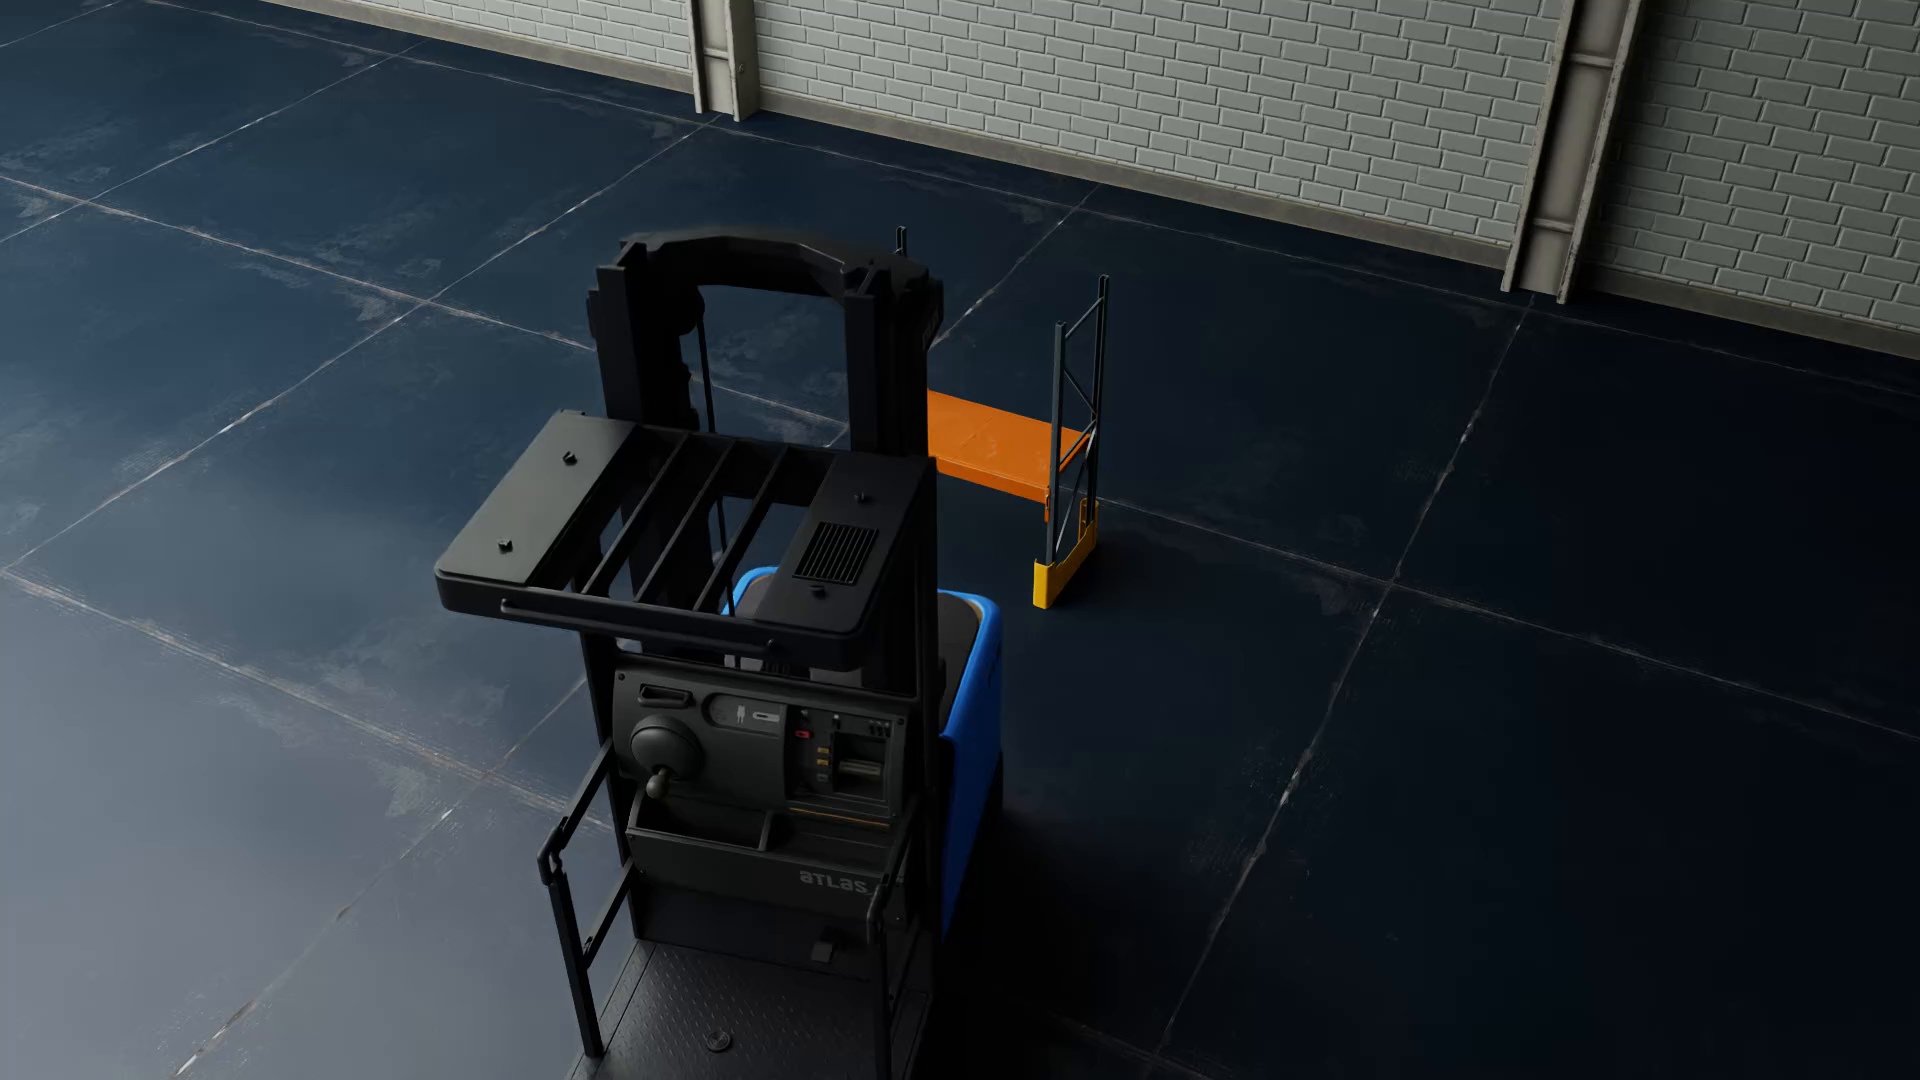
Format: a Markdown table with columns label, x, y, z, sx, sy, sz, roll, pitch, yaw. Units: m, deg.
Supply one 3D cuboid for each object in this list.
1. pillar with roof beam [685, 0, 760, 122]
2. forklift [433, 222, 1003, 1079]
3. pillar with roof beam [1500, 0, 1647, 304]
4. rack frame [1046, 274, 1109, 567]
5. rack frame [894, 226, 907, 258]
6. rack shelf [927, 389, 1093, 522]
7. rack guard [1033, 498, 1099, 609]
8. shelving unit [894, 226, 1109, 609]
| label | x | y | z | sx | sy | sz | roll | pitch | yaw |
| --- | --- | --- | --- | --- | --- | --- | --- | --- | --- |
| pillar with roof beam | -3.719 | -4.514 | 6.754 | 0.400 | 9.000 | 9.100 | 17 | 41 | 21 |
| forklift | -0.659 | 0.703 | 4.899 | 1.130 | 2.935 | 3.031 | 8 | 38 | 10 |
| pillar with roof beam | 1.609 | -2.846 | 4.556 | 0.400 | 9.000 | 9.100 | 17 | 41 | 21 |
| rack frame | 0.527 | -0.432 | 7.579 | 0.032 | 1.500 | 0.500 | 17 | 41 | 21 |
| rack frame | -0.376 | -0.715 | 7.952 | 0.032 | 1.500 | 0.500 | 17 | 41 | 21 |
| rack shelf | 0.076 | -0.430 | 7.874 | 1.000 | 0.185 | 0.538 | 17 | 41 | 21 |
| rack guard | 0.510 | 0.060 | 7.964 | 0.087 | 0.250 | 0.587 | 17 | 41 | 21 |
| shelving unit | 0.068 | -0.576 | 7.769 | 1.083 | 1.500 | 0.587 | 17 | 41 | 21 |
